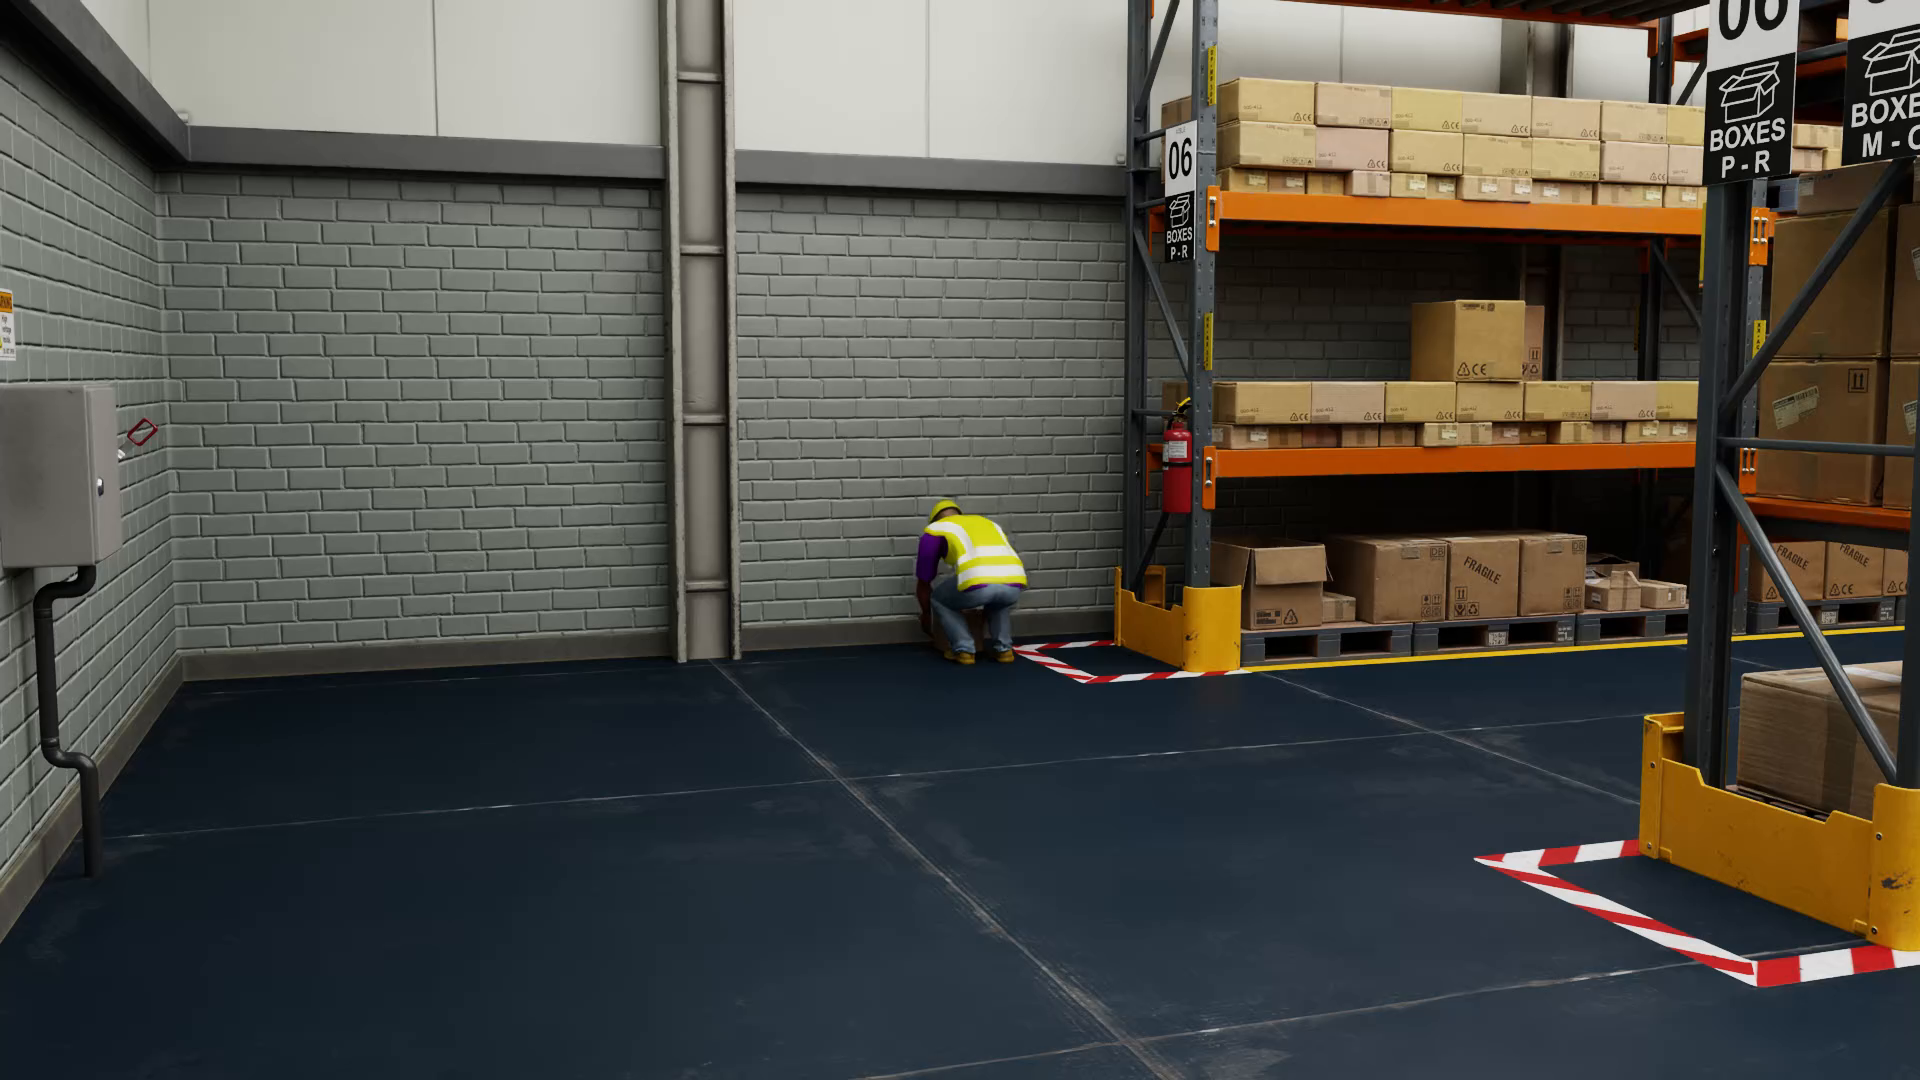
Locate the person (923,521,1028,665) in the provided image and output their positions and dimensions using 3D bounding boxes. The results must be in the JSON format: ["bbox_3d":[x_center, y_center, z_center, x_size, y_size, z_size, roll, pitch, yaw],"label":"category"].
[{"bbox_3d":[0.055,0.312,10.311,0.518,0.865,0.980,-2,6,-21],"label":"person"}]
